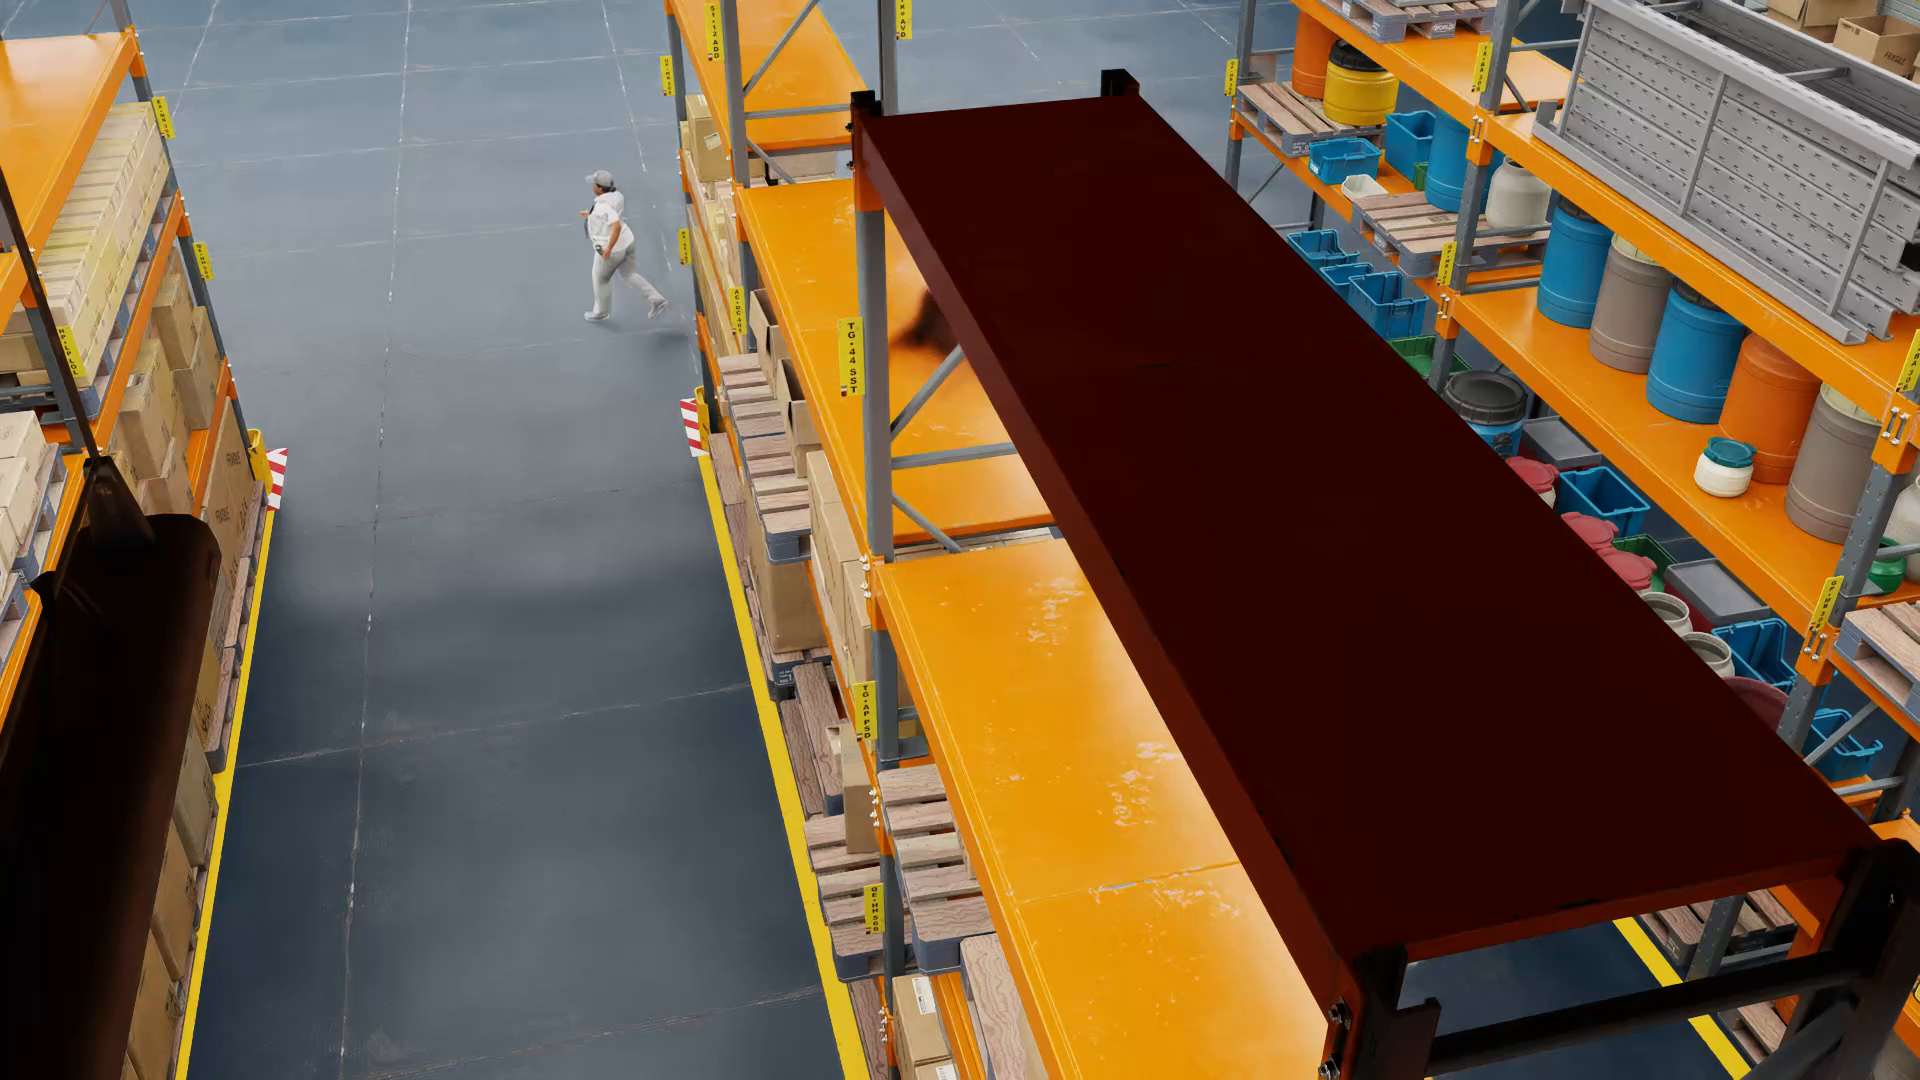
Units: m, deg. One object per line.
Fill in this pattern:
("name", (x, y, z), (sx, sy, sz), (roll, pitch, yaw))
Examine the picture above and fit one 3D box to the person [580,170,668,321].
("person", (-3.491, -2.961, 16.907), (0.934, 1.656, 0.604), (10, 36, 14))
